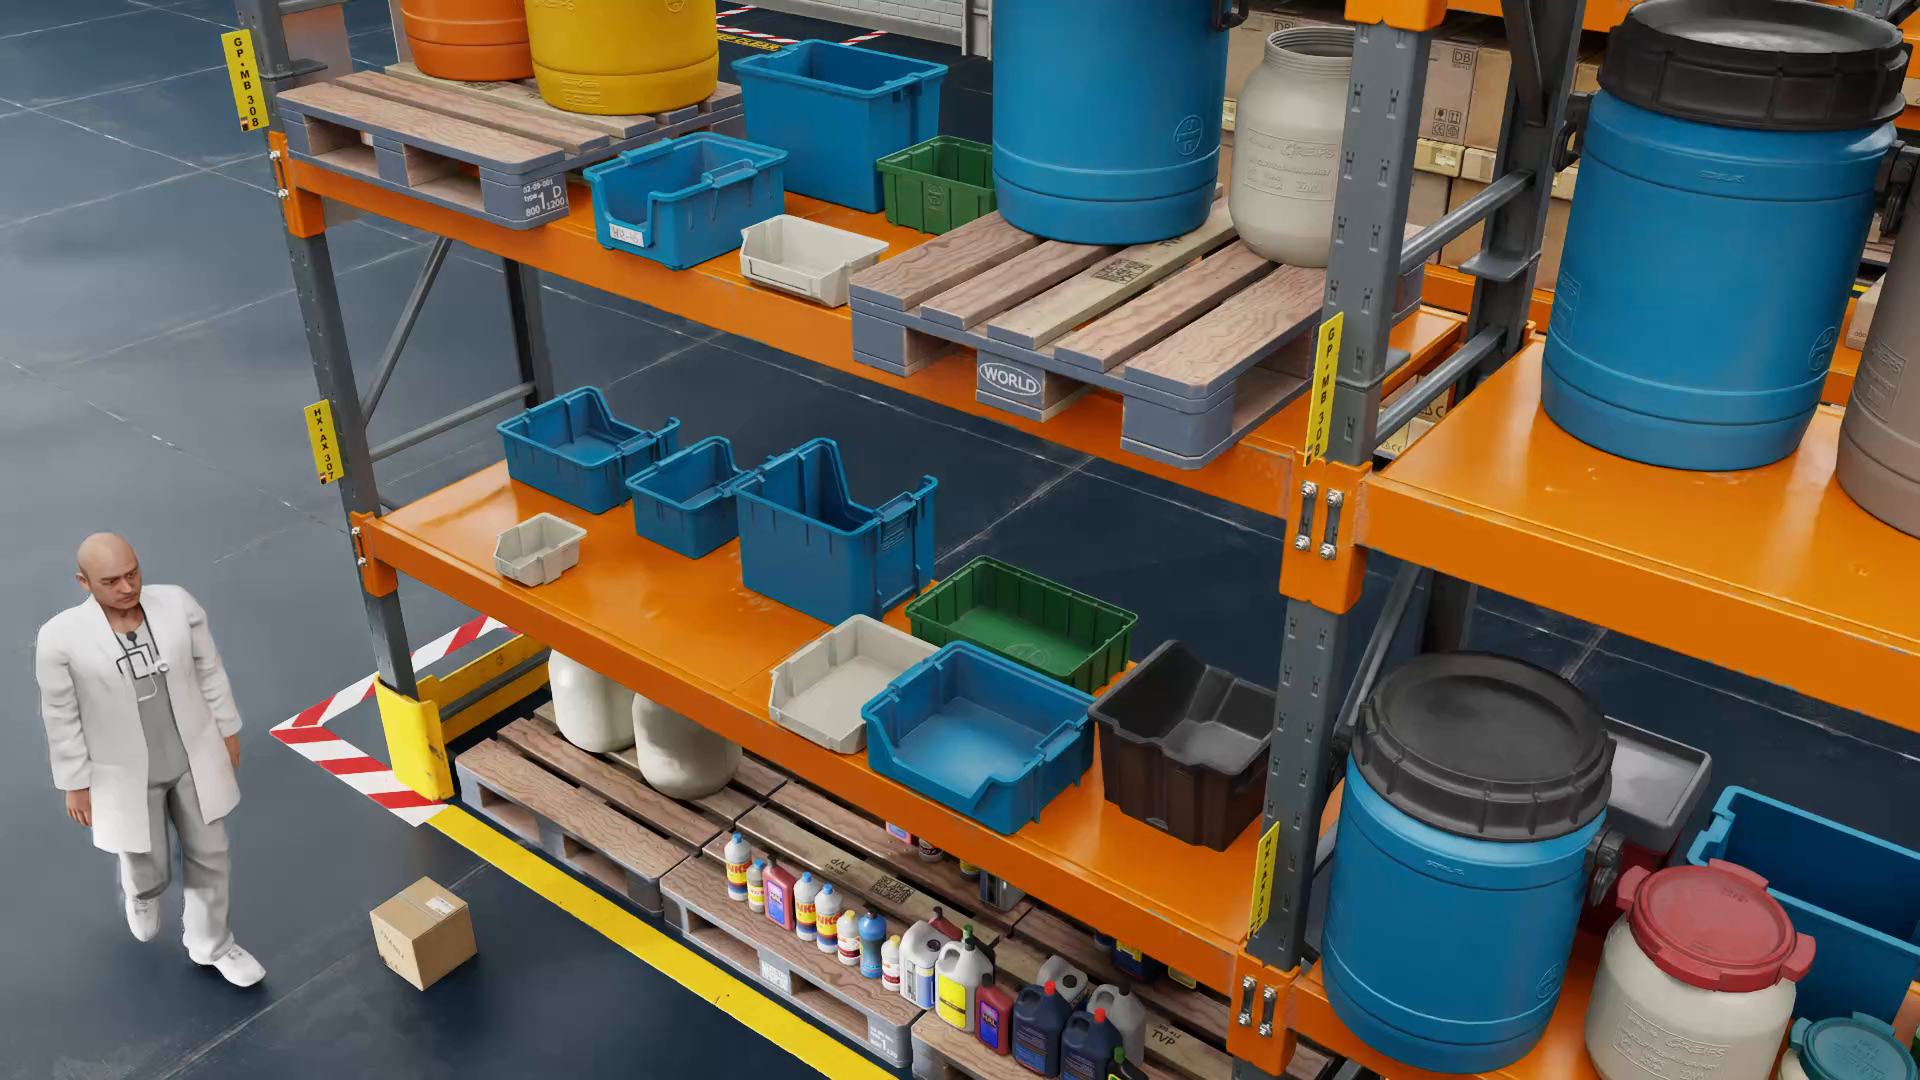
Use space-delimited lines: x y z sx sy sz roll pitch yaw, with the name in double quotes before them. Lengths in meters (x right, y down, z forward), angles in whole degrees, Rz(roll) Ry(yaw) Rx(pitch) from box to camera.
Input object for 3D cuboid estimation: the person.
"person" -2.821 0.760 5.821 0.705 1.759 0.626 25 39 36
